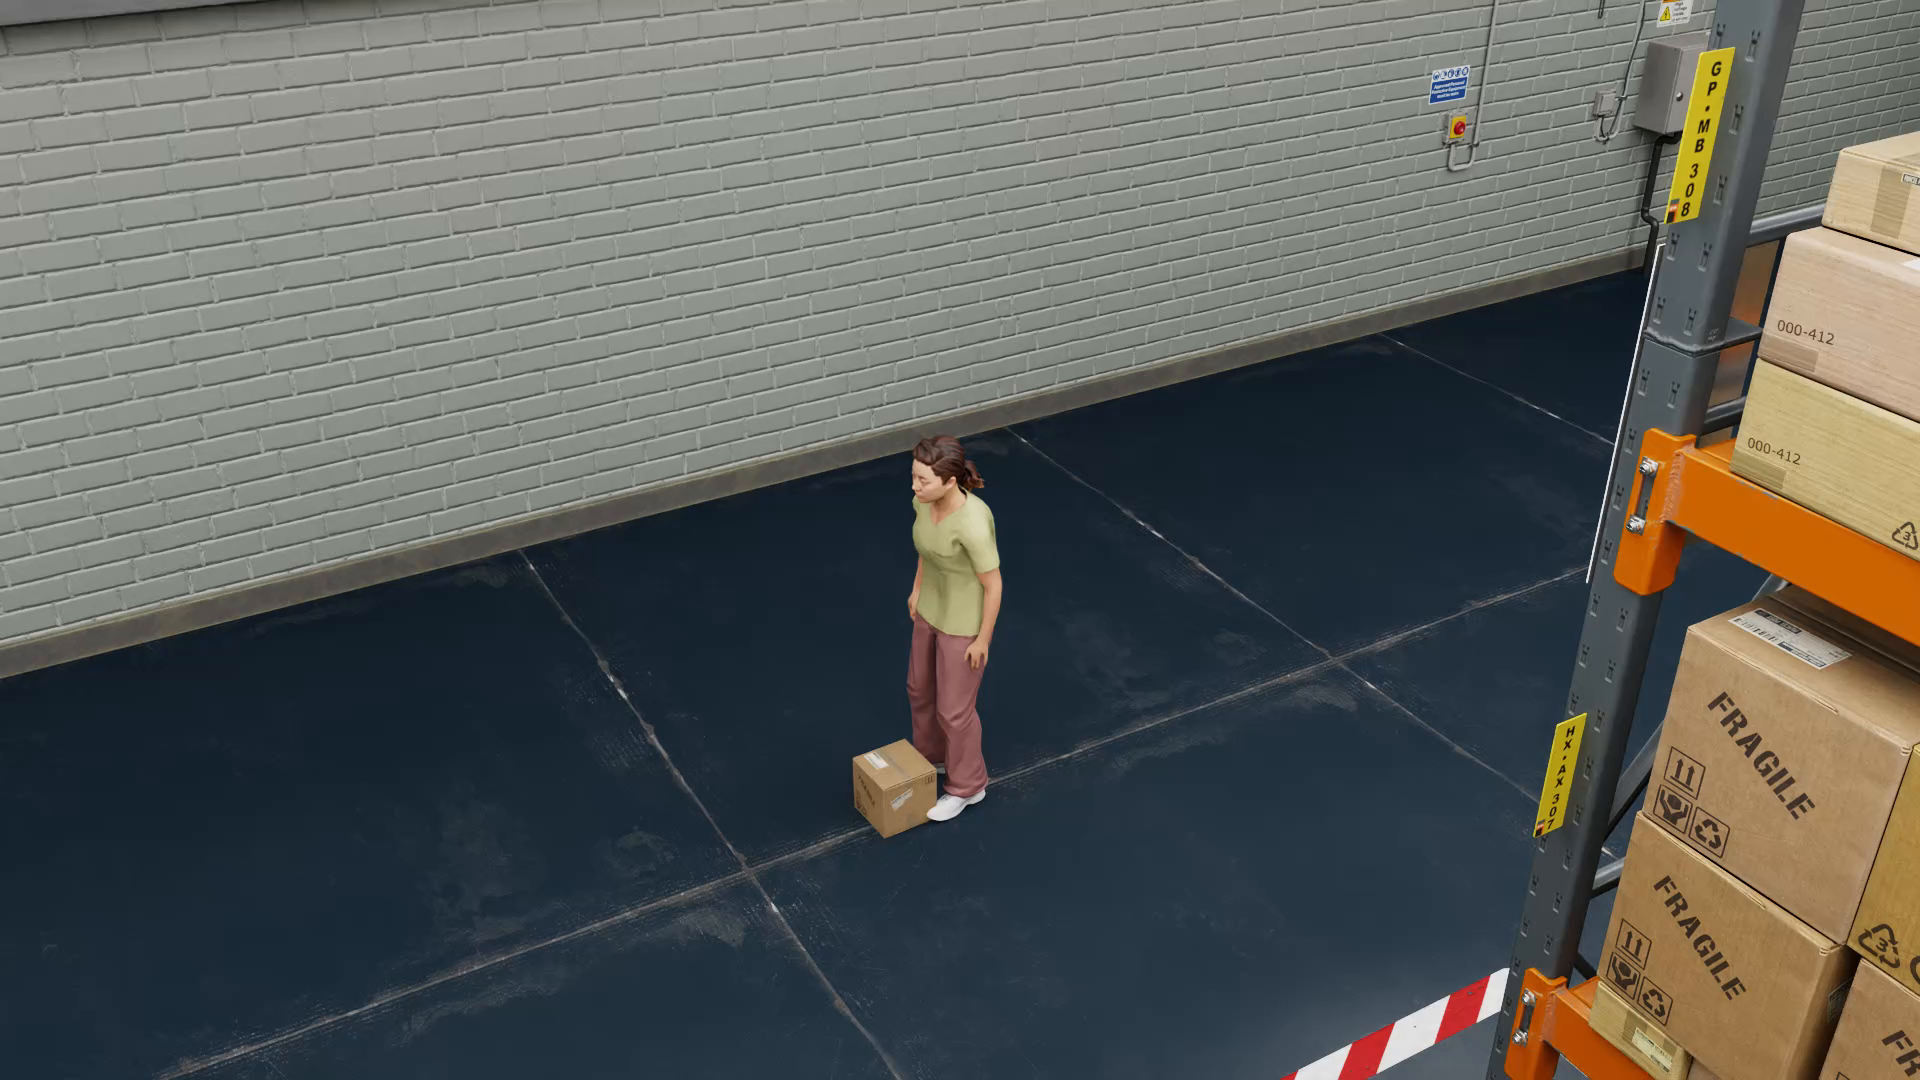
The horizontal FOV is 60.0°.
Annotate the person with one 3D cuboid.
[{"bbox_3d":[-0.053,0.325,6.545,0.361,1.671,0.515,-18,34,-29],"label":"person"}]
